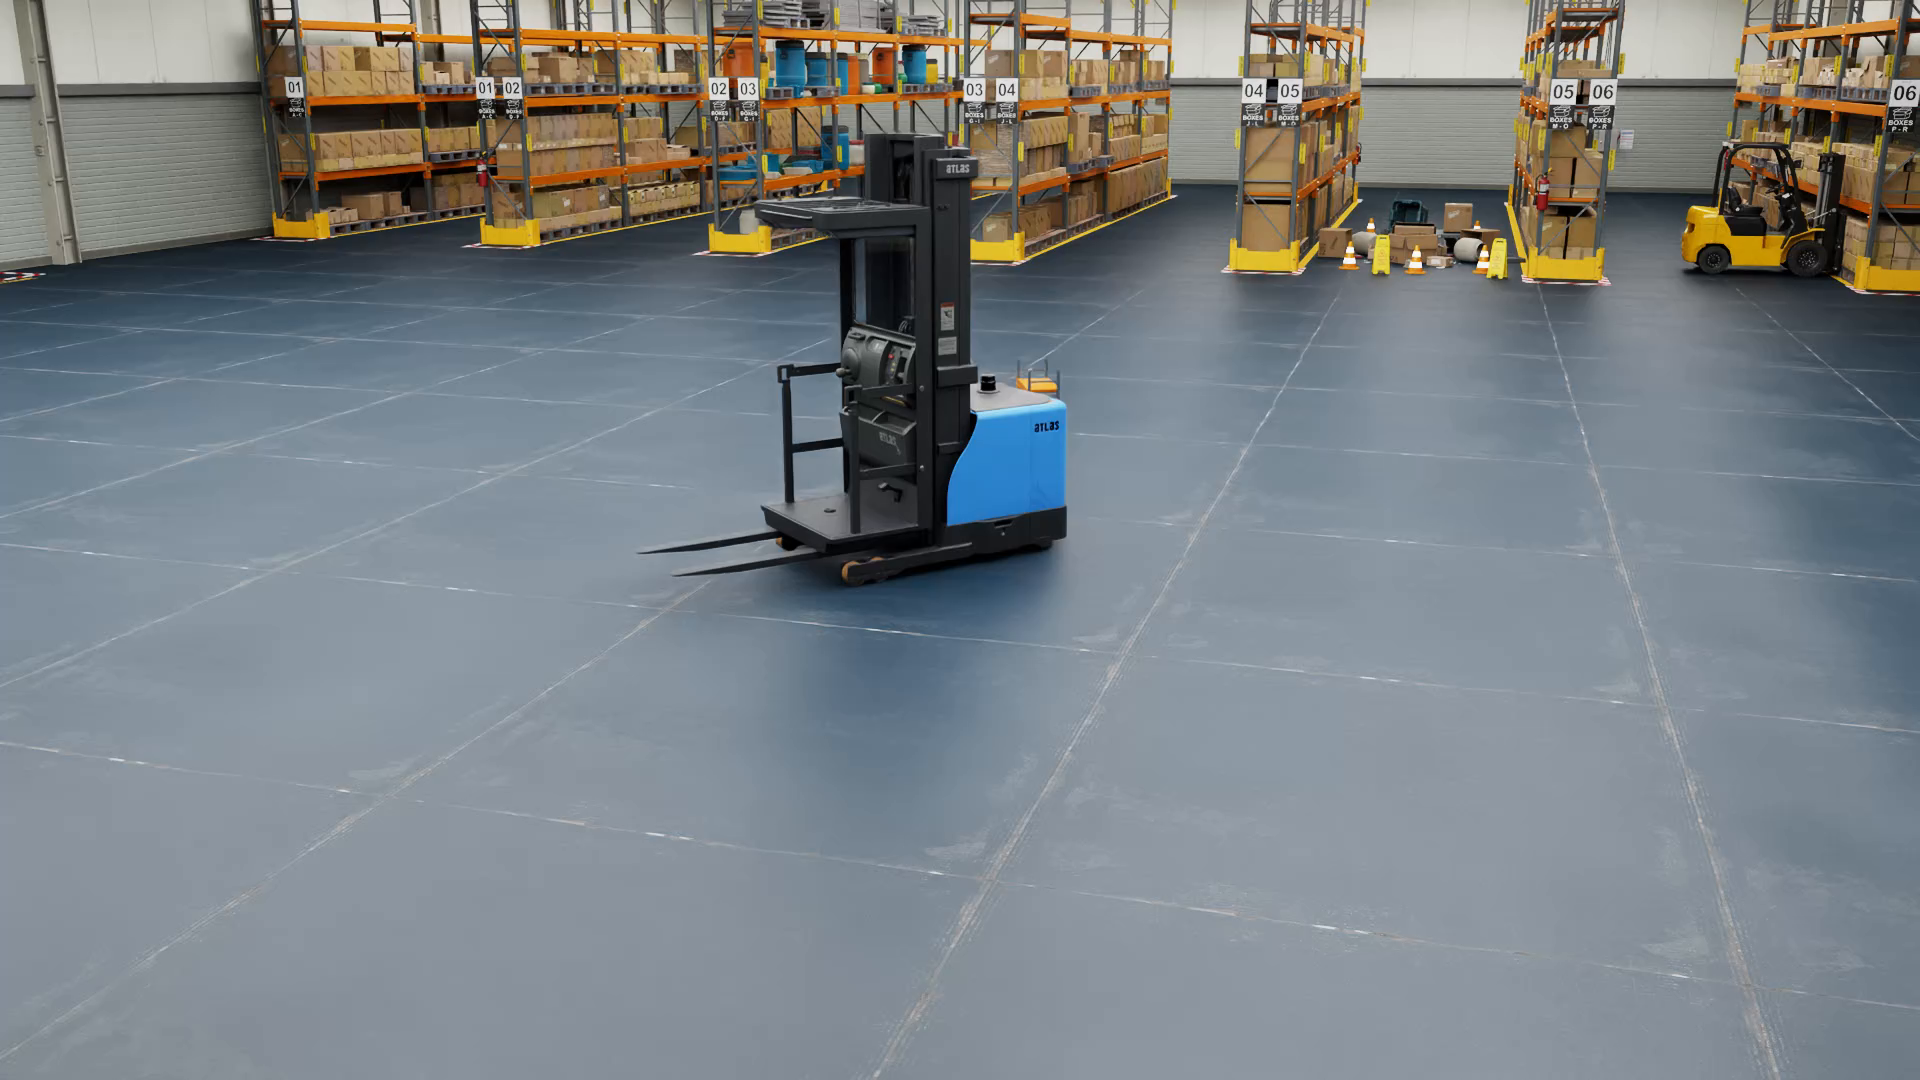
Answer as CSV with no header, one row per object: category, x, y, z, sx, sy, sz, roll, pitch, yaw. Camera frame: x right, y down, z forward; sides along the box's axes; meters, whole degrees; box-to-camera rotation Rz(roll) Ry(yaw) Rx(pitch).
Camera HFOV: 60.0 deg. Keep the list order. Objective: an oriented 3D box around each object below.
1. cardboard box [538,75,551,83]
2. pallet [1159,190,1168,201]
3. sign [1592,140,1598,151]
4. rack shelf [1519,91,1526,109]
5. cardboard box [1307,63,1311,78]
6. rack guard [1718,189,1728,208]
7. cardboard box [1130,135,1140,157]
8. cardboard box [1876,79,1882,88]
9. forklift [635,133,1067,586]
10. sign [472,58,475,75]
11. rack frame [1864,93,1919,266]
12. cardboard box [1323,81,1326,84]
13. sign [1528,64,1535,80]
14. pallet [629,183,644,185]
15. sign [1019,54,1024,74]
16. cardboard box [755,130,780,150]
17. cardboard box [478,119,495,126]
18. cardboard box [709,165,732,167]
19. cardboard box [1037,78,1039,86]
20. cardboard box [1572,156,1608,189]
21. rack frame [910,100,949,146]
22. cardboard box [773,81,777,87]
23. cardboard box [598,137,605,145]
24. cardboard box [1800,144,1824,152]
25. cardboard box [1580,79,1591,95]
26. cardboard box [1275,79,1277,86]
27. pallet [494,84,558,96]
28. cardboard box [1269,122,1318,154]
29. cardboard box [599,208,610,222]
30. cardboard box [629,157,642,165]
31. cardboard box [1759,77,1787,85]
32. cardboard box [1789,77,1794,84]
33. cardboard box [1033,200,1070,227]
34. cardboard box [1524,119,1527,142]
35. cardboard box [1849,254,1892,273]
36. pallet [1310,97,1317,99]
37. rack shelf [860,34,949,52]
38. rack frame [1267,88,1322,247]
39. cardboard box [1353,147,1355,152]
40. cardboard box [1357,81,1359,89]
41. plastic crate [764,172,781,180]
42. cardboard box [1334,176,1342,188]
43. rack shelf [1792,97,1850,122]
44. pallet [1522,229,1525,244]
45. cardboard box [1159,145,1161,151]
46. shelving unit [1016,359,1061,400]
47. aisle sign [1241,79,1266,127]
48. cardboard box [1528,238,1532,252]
cardboard box,-8.429,-9.228,33.305,0.380,0.149,0.250,5,16,16
pallet,4.959,-9.202,44.387,1.003,0.211,1.213,5,16,16
sign,11.725,-7.228,30.728,0.100,0.325,0.005,5,16,16
rack shelf,14.044,-10.565,39.900,1.077,0.370,4.000,5,16,16
cardboard box,5.817,-8.166,28.901,0.500,0.250,0.500,4,16,15
rack guard,19.351,-8.384,40.973,1.175,0.500,0.348,5,16,16
cardboard box,4.103,-9.617,40.556,0.500,0.500,0.500,5,16,16
cardboard box,14.770,-7.234,26.346,0.380,0.149,0.250,4,16,14
forklift,-0.741,-1.263,11.413,3.031,2.935,1.130,-10,19,-31
sign,-9.449,-9.219,32.361,0.100,0.325,0.005,5,16,16
rack frame,14.825,-5.421,25.944,1.000,3.000,0.127,5,16,16
cardboard box,7.075,-9.128,33.023,0.380,0.149,0.250,5,16,16
sign,11.809,-9.673,34.346,0.100,0.325,0.005,5,16,16
pallet,-9.637,-10.037,47.328,1.003,0.211,1.213,5,16,16
sign,1.084,-8.395,29.331,0.100,0.325,0.005,5,16,16
cardboard box,-5.117,-10.642,44.170,0.500,0.500,0.500,5,17,17
cardboard box,-11.556,-10.213,40.660,0.380,0.149,0.250,2,16,7
cardboard box,-6.178,-9.483,42.665,0.500,0.250,0.500,5,16,16
cardboard box,1.266,-8.528,30.945,0.380,0.149,0.250,4,16,13
cardboard box,10.466,-6.098,27.605,0.500,0.500,0.500,4,16,15
rack frame,-0.775,-10.097,42.430,1.000,3.000,0.127,5,16,16
cardboard box,-5.147,-11.961,43.780,0.500,0.250,0.500,5,16,16
cardboard box,-7.812,-8.528,35.527,0.380,0.149,0.250,4,16,14
cardboard box,16.541,-7.605,32.273,0.380,0.149,0.250,5,17,16
cardboard box,10.464,-7.430,27.259,0.500,0.250,0.500,4,16,15
cardboard box,5.494,-8.247,29.918,0.380,0.149,0.250,5,17,17
pallet,-8.707,-8.926,32.967,1.003,0.211,1.213,5,16,16
cardboard box,6.245,-7.554,31.210,0.875,0.550,0.550,5,16,16
cardboard box,-7.870,-7.000,35.781,0.500,0.250,0.500,5,16,16
cardboard box,-7.348,-8.484,37.204,0.380,0.149,0.250,5,16,16
cardboard box,18.133,-10.220,37.097,0.500,0.250,0.500,5,16,16
cardboard box,17.189,-9.390,33.983,0.380,0.149,0.250,5,16,16
cardboard box,1.896,-6.788,34.538,0.700,0.500,0.500,3,16,12
cardboard box,12.671,-8.979,36.472,0.500,0.500,0.500,4,16,15
cardboard box,14.656,-4.448,26.782,0.500,0.250,0.500,5,17,16
pallet,6.641,-8.803,32.724,0.805,0.209,1.217,4,16,14
rack shelf,-1.343,-11.921,39.919,1.077,0.370,4.000,5,16,16
rack frame,6.427,-7.209,32.248,1.000,3.000,0.127,5,16,16
cardboard box,10.016,-10.120,42.972,0.380,0.149,0.250,5,16,16
cardboard box,9.670,-11.317,41.509,0.500,0.250,0.500,5,17,18
plastic crate,-3.622,-7.040,32.135,0.298,0.136,0.250,5,16,16
cardboard box,8.573,-8.314,38.582,0.500,0.250,0.500,5,17,19
rack shelf,16.531,-8.088,31.167,1.077,0.370,4.000,5,16,16
pallet,11.767,-6.034,33.215,1.003,0.211,1.213,5,16,16
cardboard box,5.037,-10.252,43.439,0.380,0.149,0.250,4,16,15
shelving unit,0.593,-0.750,12.774,0.258,1.200,0.503,-2,16,-7
aisle sign,4.983,-7.418,28.220,0.394,0.787,0.004,5,16,16
cardboard box,10.335,-5.189,29.395,0.500,0.250,0.500,4,16,14
